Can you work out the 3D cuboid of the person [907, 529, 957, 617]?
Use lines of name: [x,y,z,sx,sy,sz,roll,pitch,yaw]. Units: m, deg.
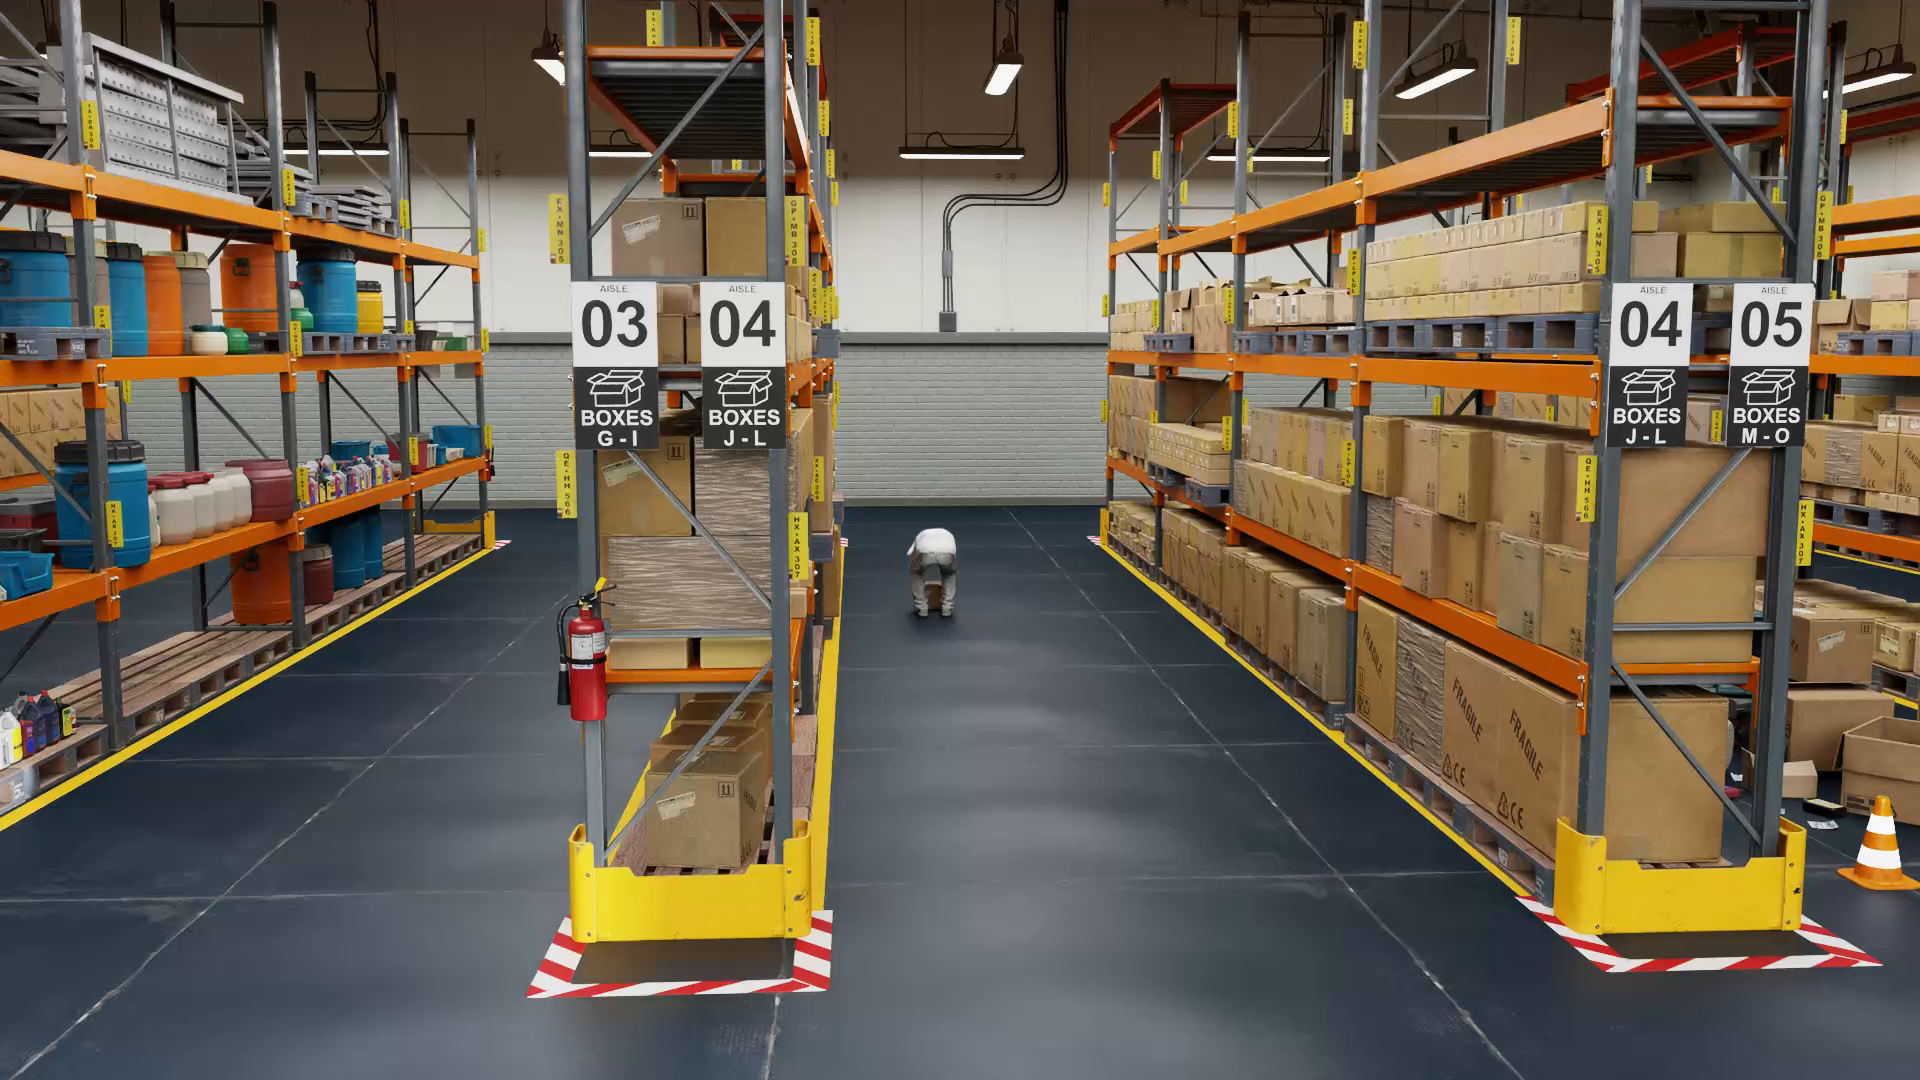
person: [-0.302,0.322,18.043,0.526,0.932,0.983,-1,7,-6]
